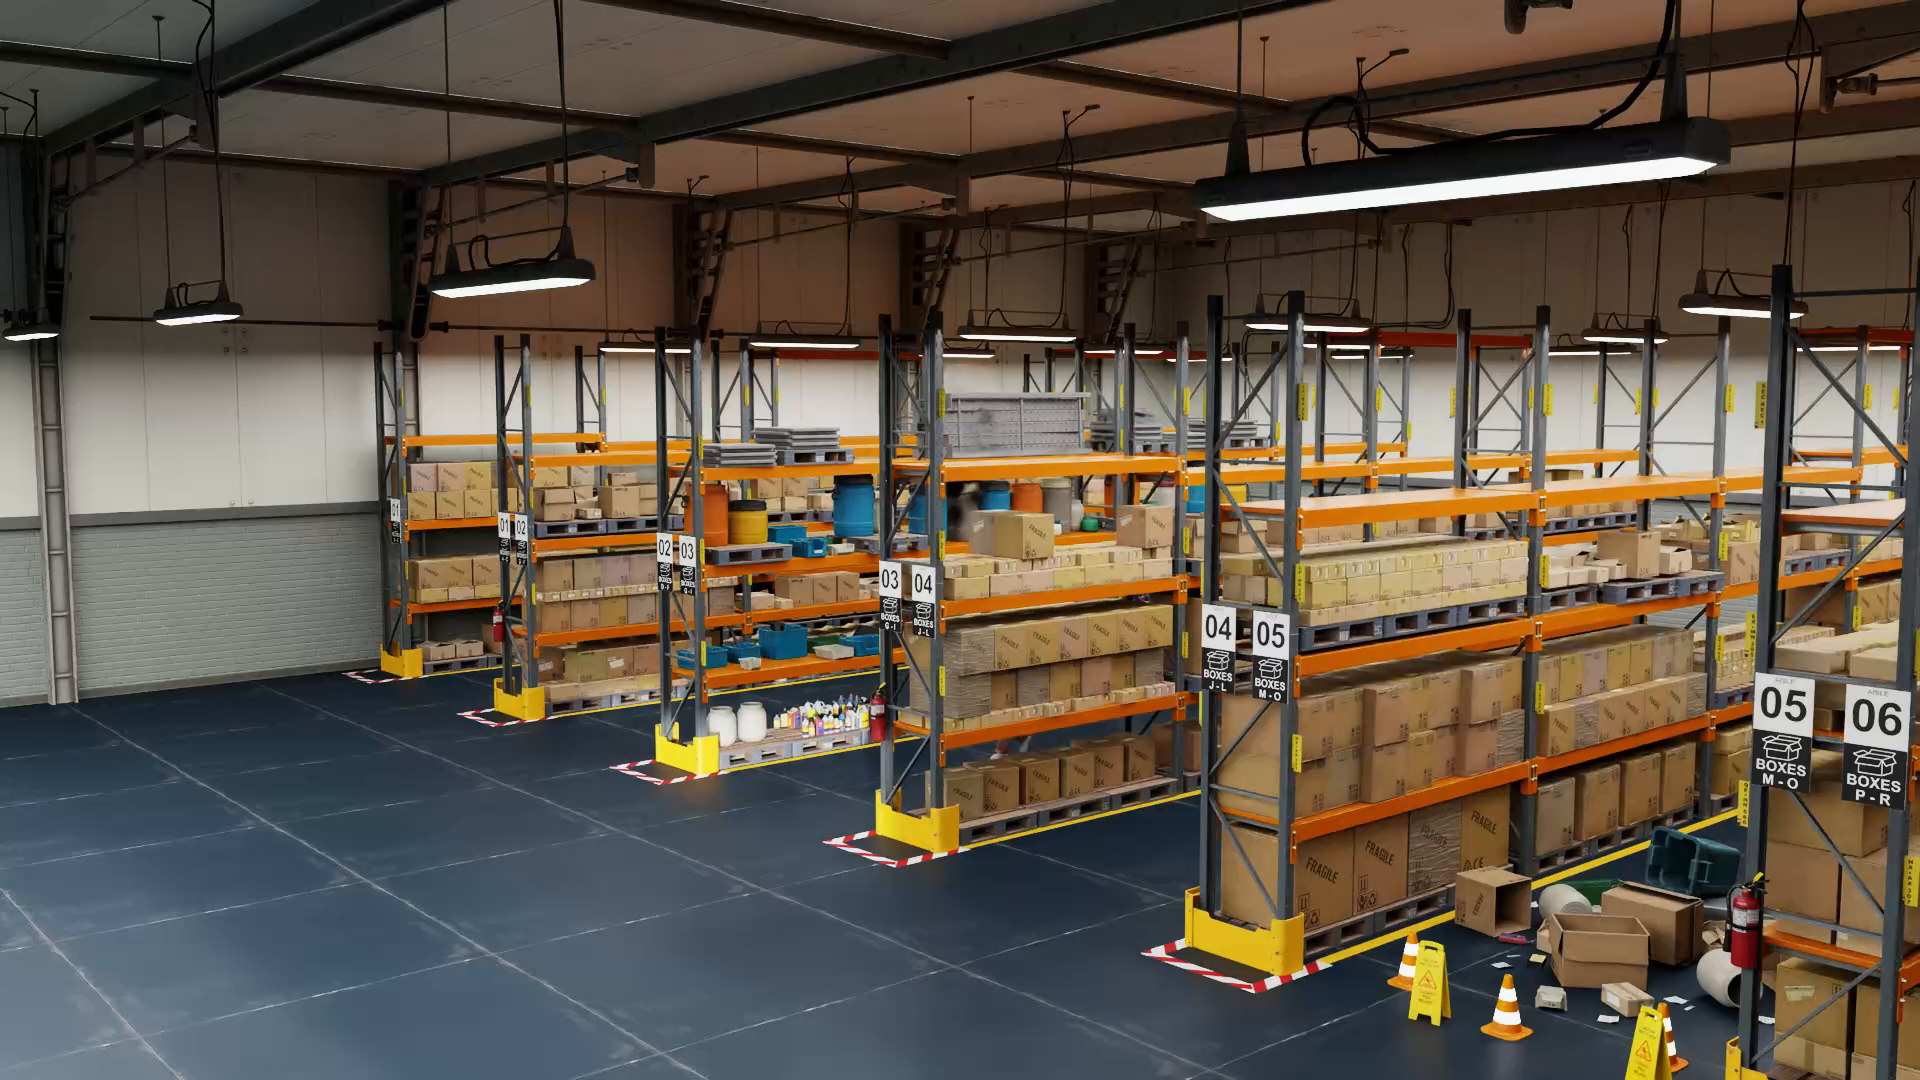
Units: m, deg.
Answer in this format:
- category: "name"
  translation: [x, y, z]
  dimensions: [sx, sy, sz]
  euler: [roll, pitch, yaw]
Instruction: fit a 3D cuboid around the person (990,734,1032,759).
- category: "person"
  translation: [0.718, 2.082, 21.999]
  dimensions: [0.604, 1.619, 0.704]
  euler: [5, 7, 44]
